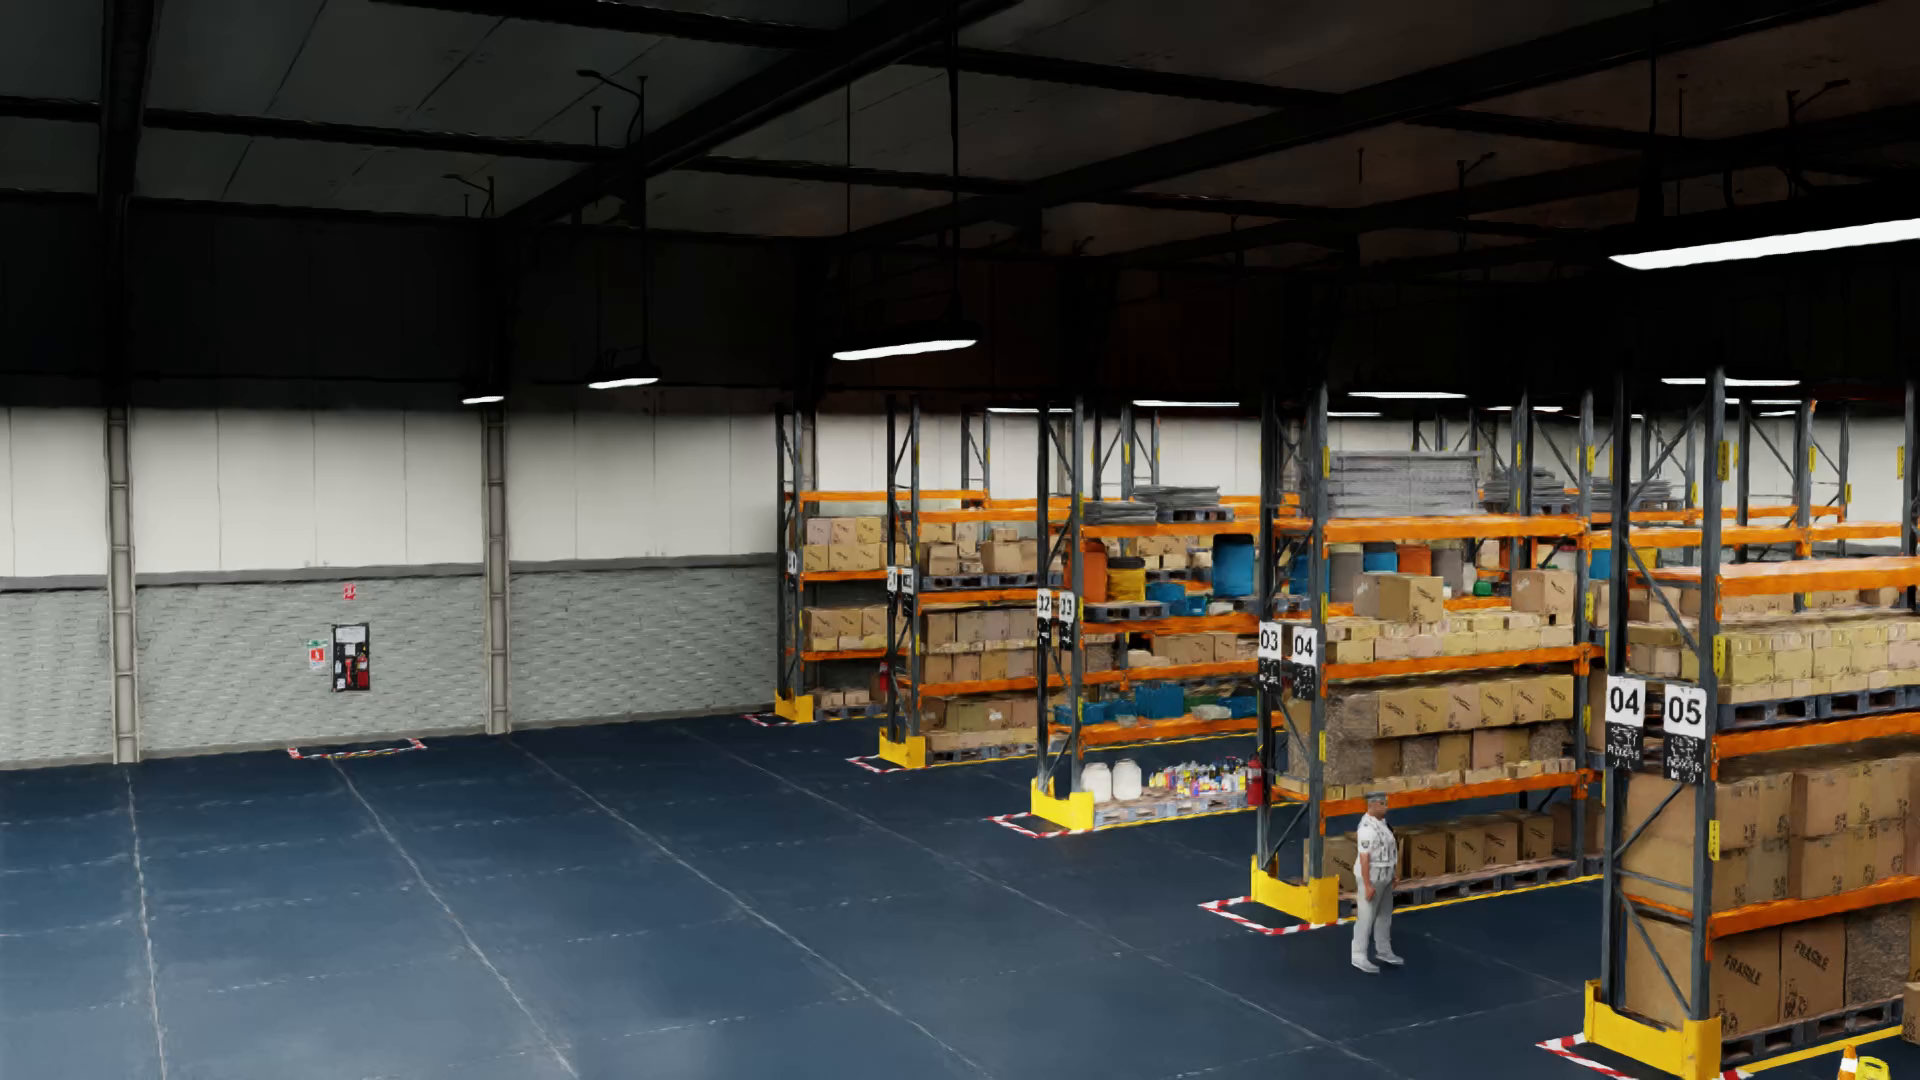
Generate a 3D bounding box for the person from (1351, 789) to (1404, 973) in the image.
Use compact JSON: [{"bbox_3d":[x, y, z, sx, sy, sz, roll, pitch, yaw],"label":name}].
[{"bbox_3d":[4.137,3.343,16.436,0.476,1.759,0.593,2,4,34],"label":"person"}]
